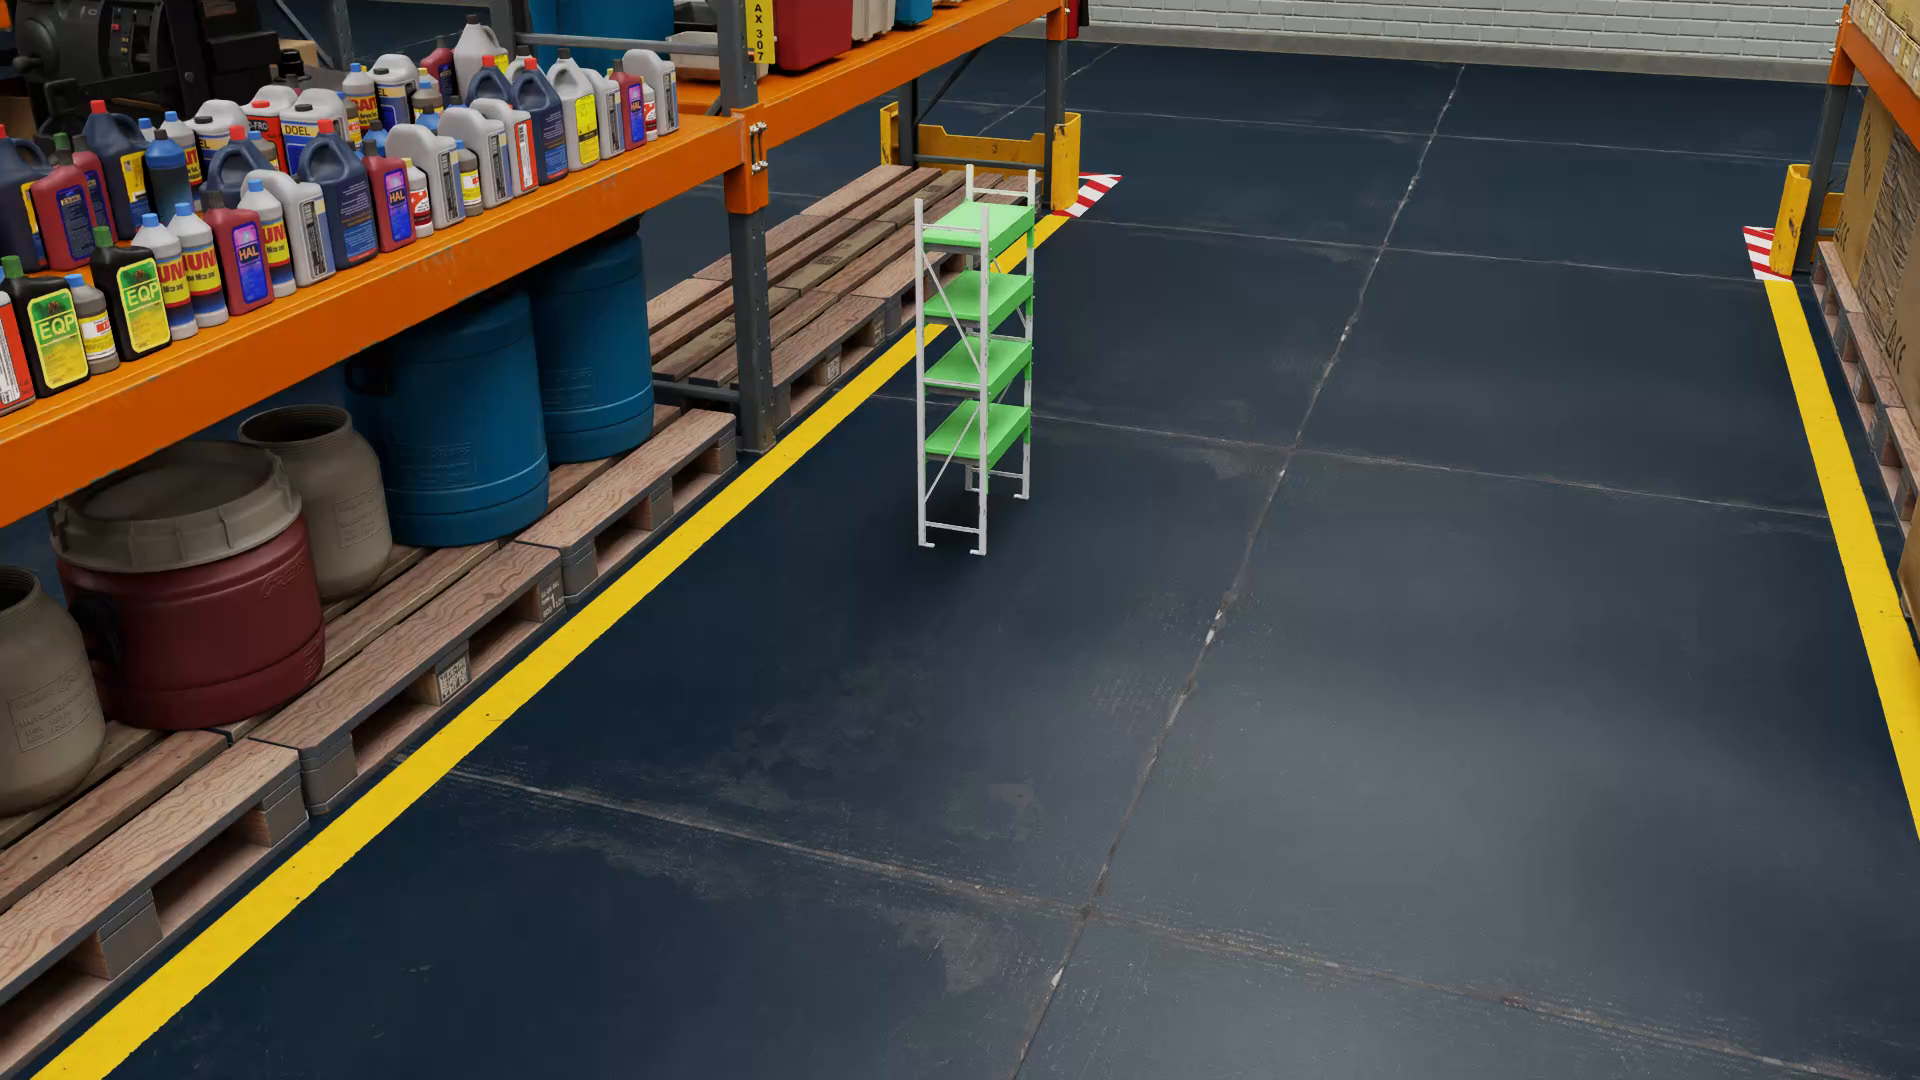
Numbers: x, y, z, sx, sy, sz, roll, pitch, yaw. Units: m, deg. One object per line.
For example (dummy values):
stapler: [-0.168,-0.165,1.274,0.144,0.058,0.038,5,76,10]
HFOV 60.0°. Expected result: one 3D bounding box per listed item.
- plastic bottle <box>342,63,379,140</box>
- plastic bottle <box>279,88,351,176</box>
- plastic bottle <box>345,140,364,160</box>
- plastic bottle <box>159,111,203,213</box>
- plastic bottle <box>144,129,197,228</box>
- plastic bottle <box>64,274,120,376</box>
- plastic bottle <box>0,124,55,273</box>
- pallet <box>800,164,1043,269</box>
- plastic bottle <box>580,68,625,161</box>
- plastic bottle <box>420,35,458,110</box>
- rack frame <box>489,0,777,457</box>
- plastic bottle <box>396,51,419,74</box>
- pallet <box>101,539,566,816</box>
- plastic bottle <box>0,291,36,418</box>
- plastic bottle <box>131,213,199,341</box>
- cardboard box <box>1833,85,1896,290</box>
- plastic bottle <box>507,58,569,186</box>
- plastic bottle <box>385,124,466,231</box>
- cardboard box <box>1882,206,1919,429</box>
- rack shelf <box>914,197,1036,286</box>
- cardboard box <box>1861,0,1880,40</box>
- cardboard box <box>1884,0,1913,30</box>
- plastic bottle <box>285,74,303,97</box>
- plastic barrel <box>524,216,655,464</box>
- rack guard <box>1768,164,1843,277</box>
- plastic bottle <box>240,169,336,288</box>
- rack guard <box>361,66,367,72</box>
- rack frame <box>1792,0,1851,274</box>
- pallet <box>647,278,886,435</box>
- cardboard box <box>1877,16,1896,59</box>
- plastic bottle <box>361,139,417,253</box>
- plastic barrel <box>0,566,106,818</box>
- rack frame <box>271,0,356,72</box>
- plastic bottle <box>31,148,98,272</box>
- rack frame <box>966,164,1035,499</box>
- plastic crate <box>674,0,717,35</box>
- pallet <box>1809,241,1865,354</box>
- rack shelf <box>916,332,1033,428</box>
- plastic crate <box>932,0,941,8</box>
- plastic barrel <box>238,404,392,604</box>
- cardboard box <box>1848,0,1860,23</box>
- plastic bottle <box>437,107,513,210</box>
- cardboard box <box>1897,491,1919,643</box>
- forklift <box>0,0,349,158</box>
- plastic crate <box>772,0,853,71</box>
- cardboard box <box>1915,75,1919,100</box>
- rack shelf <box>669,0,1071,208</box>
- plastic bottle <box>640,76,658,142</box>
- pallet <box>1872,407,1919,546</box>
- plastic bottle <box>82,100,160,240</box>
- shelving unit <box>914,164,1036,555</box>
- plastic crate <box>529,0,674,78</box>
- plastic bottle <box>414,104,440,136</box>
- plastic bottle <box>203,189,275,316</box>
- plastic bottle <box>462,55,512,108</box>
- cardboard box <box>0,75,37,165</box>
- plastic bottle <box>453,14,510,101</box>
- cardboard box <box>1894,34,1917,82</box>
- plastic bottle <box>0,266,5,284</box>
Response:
plastic bottle: [-1.909,-1.381,5.307,0.097,0.271,0.097,0,26,0]
plastic bottle: [-1.888,-1.174,4.875,0.152,0.276,0.135,9,27,17]
plastic bottle: [-1.562,-0.895,4.305,0.097,0.271,0.097,0,26,0]
plastic bottle: [-2.173,-1.055,4.635,0.097,0.271,0.097,0,26,0]
plastic bottle: [-2.102,-0.954,4.427,0.097,0.271,0.097,0,26,0]
plastic bottle: [-1.829,-0.454,3.474,0.097,0.201,0.097,0,26,0]
plastic bottle: [-2.336,-0.859,4.138,0.144,0.351,0.185,9,27,17]
pallet: [-0.190,-1.823,9.273,1.003,0.211,1.213,9,27,17]
plastic bottle: [-1.158,-1.353,5.244,0.152,0.276,0.135,9,27,17]
plastic bottle: [-1.779,-1.571,5.687,0.061,0.283,0.133,9,27,17]
rack frame: [-1.210,-1.768,5.959,1.000,3.000,0.127,9,27,17]
plastic bottle: [-1.832,-1.476,5.504,0.097,0.271,0.097,0,26,0]
pallet: [-1.910,0.302,4.885,1.003,0.211,1.213,9,27,17]
plastic bottle: [-1.938,-0.389,3.254,0.152,0.276,0.135,9,27,17]
plastic bottle: [-1.753,-0.580,3.654,0.097,0.271,0.097,0,26,0]
cardboard box: [4.654,-1.651,7.675,0.875,0.875,0.875,9,27,17]
plastic bottle: [-1.269,-1.244,4.934,0.144,0.351,0.185,9,27,17]
plastic bottle: [-1.448,-0.995,4.505,0.152,0.276,0.135,9,27,17]
cardboard box: [4.055,-0.912,6.147,0.875,0.875,0.875,9,27,17]
rack shelf: [0.055,-0.983,5.448,0.258,0.148,0.480,9,27,17]
cardboard box: [4.194,-2.271,7.287,0.380,0.149,0.250,8,27,16]
cardboard box: [4.040,-2.181,6.643,0.500,0.250,0.500,8,27,16]
plastic bottle: [-2.030,-1.261,5.047,0.061,0.283,0.133,9,27,17]
plastic barrel: [-1.407,-0.791,5.868,0.600,0.901,0.708,9,27,17]
rack guard: [4.800,-1.578,8.435,1.175,0.500,0.348,9,27,17]
plastic bottle: [-1.631,-0.769,4.038,0.152,0.276,0.135,9,27,17]
rack guard: [-4.574,-2.975,11.321,1.175,0.500,0.348,9,27,17]
rack frame: [4.792,-2.693,7.870,1.000,3.000,0.127,9,27,17]
pallet: [-1.002,-0.820,7.202,1.003,0.211,1.213,9,27,17]
cardboard box: [4.022,-2.059,6.850,0.380,0.149,0.250,8,27,16]
plastic bottle: [-1.482,-0.897,4.294,0.061,0.283,0.133,9,27,17]
plastic barrel: [-2.291,0.358,3.941,0.421,0.512,0.421,0,26,0]
rack frame: [-4.549,-4.131,10.840,1.000,3.000,0.127,9,27,17]
plastic bottle: [-2.231,-0.824,4.144,0.061,0.283,0.133,9,27,17]
rack frame: [0.136,-0.708,5.836,0.240,1.200,0.015,9,27,17]
plastic crate: [-1.091,-2.170,7.036,0.437,0.125,0.590,9,27,17]
pallet: [4.600,-1.098,7.776,1.003,0.211,1.213,9,27,17]
rack shelf: [0.055,-0.551,5.657,0.258,0.148,0.480,9,27,17]
plastic crate: [-0.240,-2.599,7.910,0.298,0.136,0.250,9,27,17]
plastic barrel: [-1.915,-0.106,4.899,0.421,0.512,0.421,0,26,0]
cardboard box: [4.363,-2.482,7.722,0.380,0.149,0.250,9,27,18]
plastic bottle: [-1.370,-1.090,4.702,0.152,0.276,0.135,9,27,17]
cardboard box: [3.267,-0.016,4.298,1.225,0.875,0.875,9,27,18]
forklift: [-3.598,-1.994,6.504,1.130,2.935,3.031,15,30,28]
plastic crate: [-0.676,-2.154,6.614,0.402,0.464,0.583,9,27,17]
cardboard box: [3.681,-1.637,5.978,0.380,0.149,0.250,8,27,17]
rack shelf: [-0.544,-2.266,7.813,1.077,0.370,4.000,9,27,17]
plastic bottle: [-1.049,-1.418,5.464,0.097,0.201,0.097,0,26,0]
pallet: [3.788,-0.095,5.705,1.003,0.211,1.213,9,27,17]
plastic bottle: [-2.230,-0.990,4.408,0.144,0.351,0.185,9,27,17]
shelving unit: [0.055,-0.608,5.629,0.258,1.200,0.503,9,27,17]
plastic crate: [-1.376,-2.029,6.447,0.392,0.384,0.575,9,27,17]
plastic bottle: [-1.494,-1.099,4.725,0.097,0.271,0.097,0,26,0]
plastic bottle: [-1.665,-0.670,3.827,0.061,0.283,0.133,9,27,17]
plastic bottle: [-1.405,-1.265,4.978,0.144,0.351,0.185,9,27,17]
cardboard box: [-5.259,-2.335,9.490,0.797,0.503,0.637,9,27,17]
plastic bottle: [-1.646,-1.631,5.733,0.144,0.351,0.185,9,27,17]
cardboard box: [3.852,-1.850,6.417,0.380,0.149,0.250,8,27,16]
plastic bottle: [-1.931,-0.439,3.363,0.097,0.271,0.097,0,26,0]
